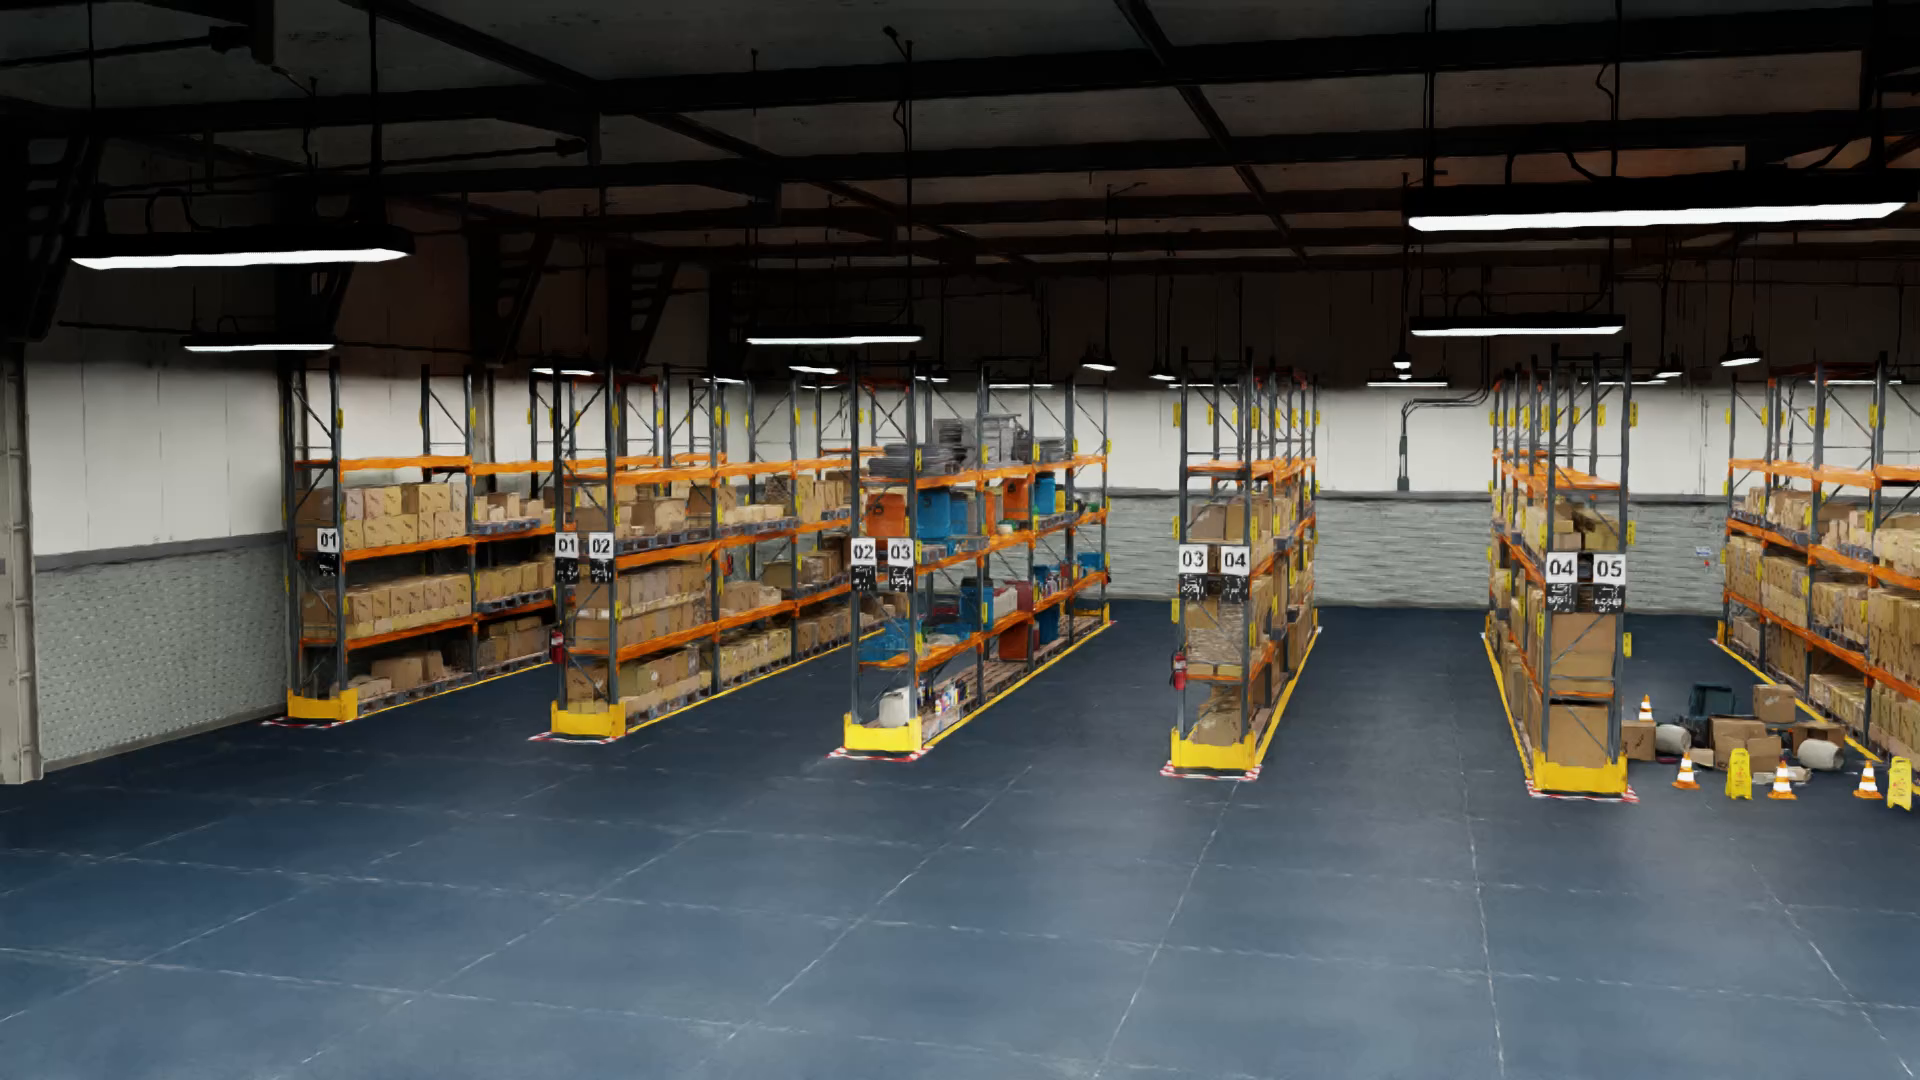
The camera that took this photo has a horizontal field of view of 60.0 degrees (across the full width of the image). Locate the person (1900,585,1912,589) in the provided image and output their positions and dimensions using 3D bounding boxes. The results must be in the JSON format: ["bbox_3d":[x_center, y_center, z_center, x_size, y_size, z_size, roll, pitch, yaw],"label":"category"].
[{"bbox_3d":[21.747,1.339,38.107,0.466,1.712,0.698,-1,4,-15],"label":"person"}]

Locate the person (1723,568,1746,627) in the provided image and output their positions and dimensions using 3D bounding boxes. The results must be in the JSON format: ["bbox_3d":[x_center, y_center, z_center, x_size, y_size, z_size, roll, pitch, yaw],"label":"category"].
[{"bbox_3d":[18.511,1.174,39.758,0.594,1.715,0.581,-2,5,-27],"label":"person"}]

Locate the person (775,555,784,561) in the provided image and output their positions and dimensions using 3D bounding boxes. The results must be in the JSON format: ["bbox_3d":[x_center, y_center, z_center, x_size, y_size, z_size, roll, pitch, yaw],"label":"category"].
[{"bbox_3d":[-4.370,1.190,40.430,0.460,1.667,0.571,0,4,-5],"label":"person"}]
